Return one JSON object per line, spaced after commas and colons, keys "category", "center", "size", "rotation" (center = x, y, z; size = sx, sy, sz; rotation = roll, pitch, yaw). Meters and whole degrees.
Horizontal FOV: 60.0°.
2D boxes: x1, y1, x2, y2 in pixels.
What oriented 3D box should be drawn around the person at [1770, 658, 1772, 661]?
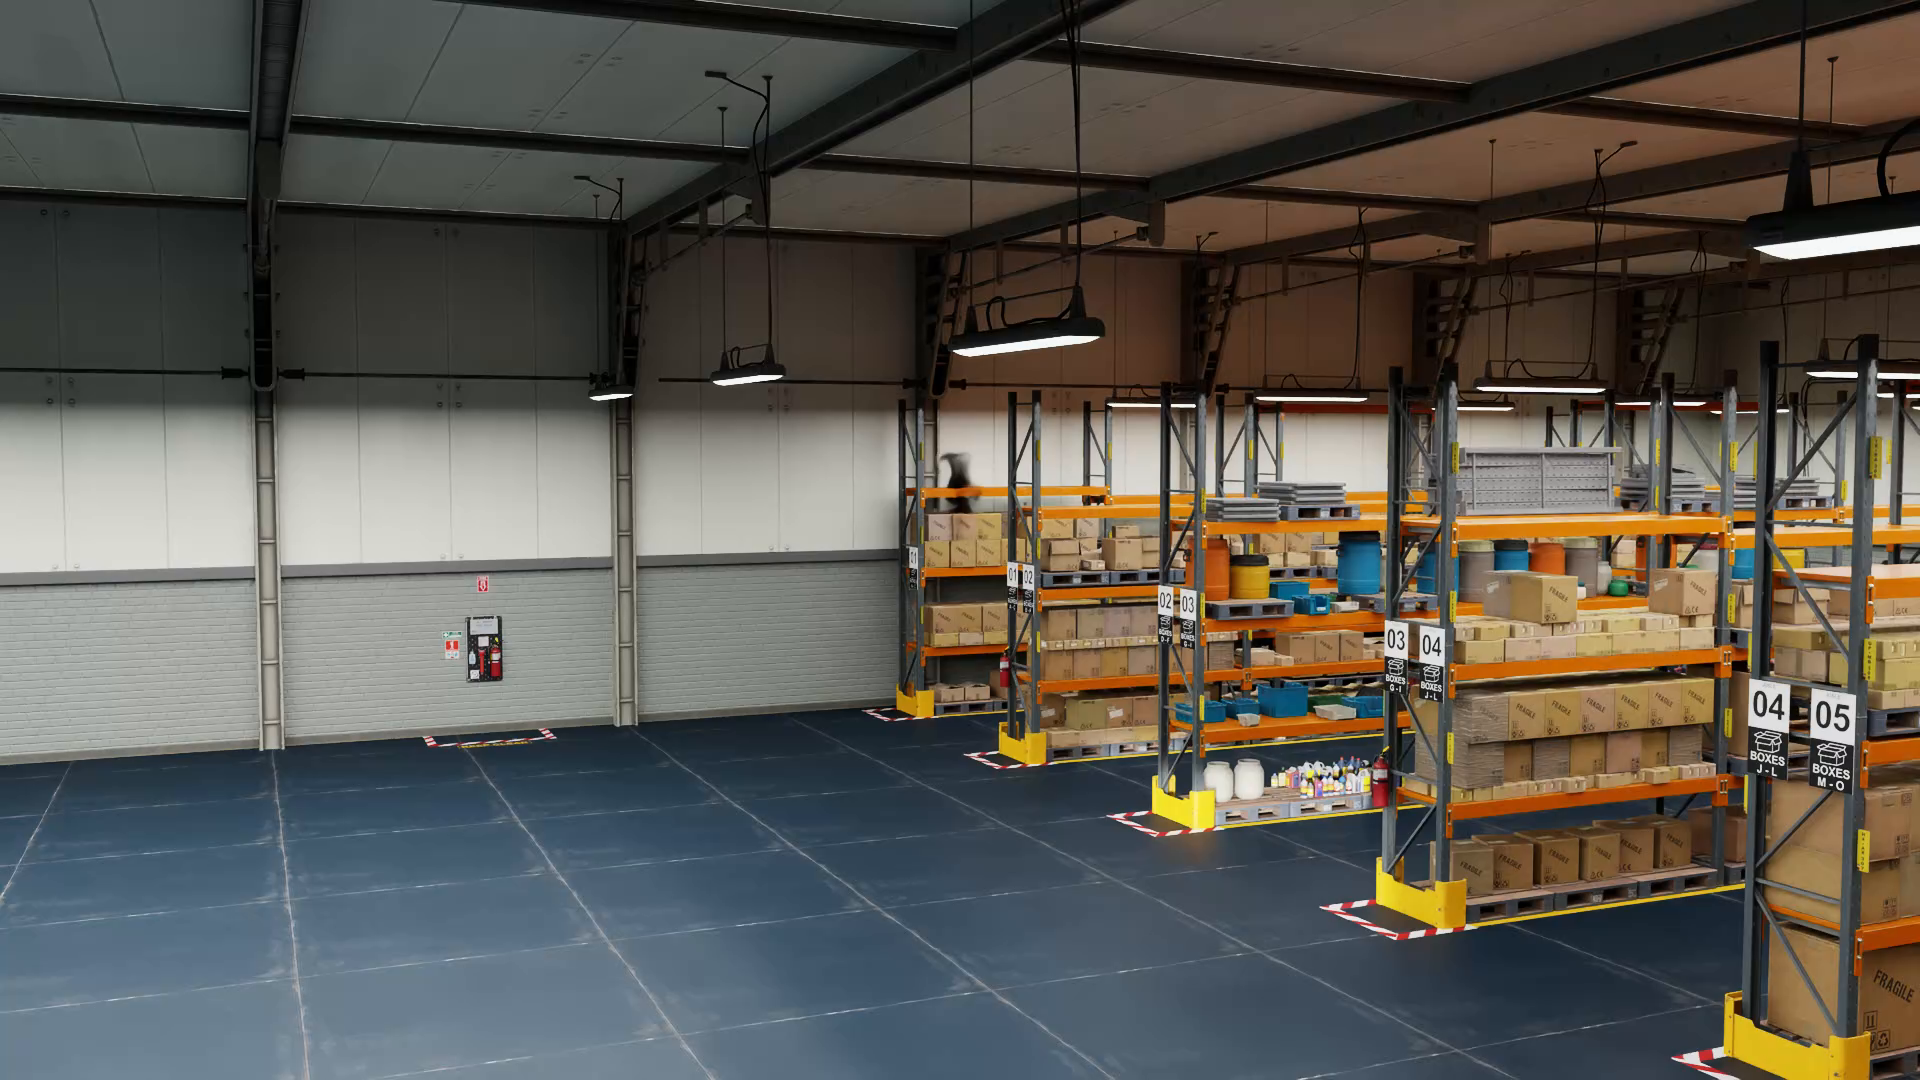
{"category": "person", "center": [15.336, 2.441, 31.354], "size": [0.803, 1.800, 0.708], "rotation": [-2, 4, -36]}
